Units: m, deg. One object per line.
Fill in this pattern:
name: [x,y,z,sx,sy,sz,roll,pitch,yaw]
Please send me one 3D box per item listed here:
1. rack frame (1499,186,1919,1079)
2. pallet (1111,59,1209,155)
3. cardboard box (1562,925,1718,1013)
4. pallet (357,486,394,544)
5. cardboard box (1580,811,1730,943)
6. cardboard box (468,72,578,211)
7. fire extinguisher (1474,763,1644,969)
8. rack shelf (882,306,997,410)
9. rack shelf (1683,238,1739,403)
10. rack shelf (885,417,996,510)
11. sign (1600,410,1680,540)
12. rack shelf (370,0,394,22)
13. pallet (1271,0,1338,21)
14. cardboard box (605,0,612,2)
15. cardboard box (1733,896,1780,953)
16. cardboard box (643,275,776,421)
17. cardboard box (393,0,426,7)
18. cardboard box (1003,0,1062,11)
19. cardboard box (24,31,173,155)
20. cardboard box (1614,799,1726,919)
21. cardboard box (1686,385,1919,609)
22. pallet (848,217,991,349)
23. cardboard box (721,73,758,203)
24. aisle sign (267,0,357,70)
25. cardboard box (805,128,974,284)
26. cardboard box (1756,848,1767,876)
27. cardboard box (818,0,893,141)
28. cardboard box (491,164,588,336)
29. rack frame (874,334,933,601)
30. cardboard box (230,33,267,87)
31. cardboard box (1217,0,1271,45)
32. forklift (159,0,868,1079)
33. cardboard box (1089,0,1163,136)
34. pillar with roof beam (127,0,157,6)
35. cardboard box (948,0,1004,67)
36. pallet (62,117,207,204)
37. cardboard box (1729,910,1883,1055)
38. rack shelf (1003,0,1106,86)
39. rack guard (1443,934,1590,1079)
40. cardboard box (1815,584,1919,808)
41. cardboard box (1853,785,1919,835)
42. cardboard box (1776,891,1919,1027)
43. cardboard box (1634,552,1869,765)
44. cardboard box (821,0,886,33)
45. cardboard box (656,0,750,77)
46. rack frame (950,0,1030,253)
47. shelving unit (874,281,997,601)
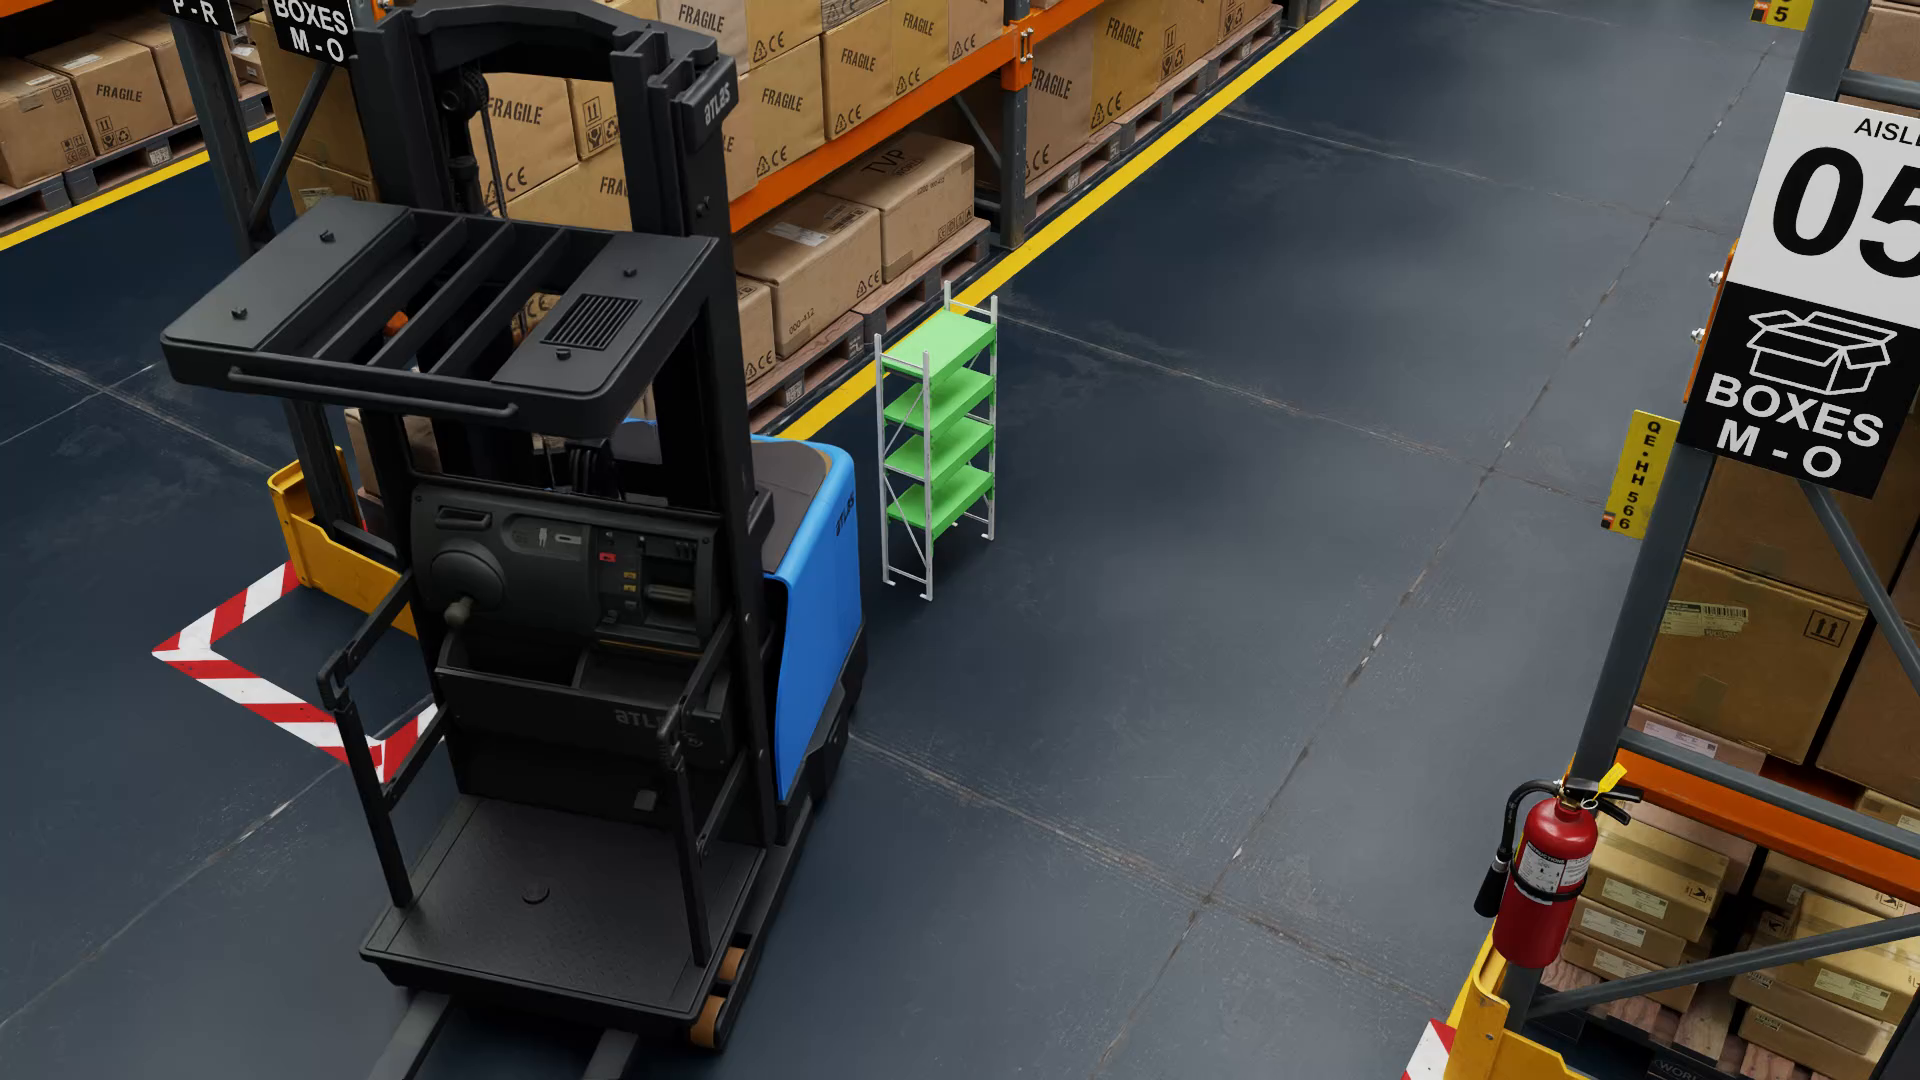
rack frame: [1.999,0.631,3.974,1.000,3.000,0.127,21,42,25]
pallet: [0.911,-2.947,10.900,1.003,0.211,1.213,21,42,25]
cardboard box: [2.105,1.255,5.157,0.380,0.149,0.250,22,43,26]
pallet: [-1.872,-0.269,7.426,1.003,0.211,1.213,21,42,25]
cardboard box: [2.069,1.003,4.996,0.380,0.149,0.250,22,43,26]
cardboard box: [-1.737,-1.525,5.871,0.500,0.500,0.500,20,42,24]
fire extinguisher: [1.475,0.789,4.139,0.296,0.674,0.183,21,42,25]
rack shelf: [-0.089,-0.719,6.519,0.258,0.148,0.480,21,42,25]
rack shelf: [3.071,-1.303,4.615,1.077,0.370,4.000,21,42,25]
rack shelf: [-0.089,-0.339,6.812,0.258,0.148,0.480,21,42,25]
sign: [1.542,-0.144,3.773,0.100,0.325,0.005,21,42,25]
rack shelf: [-1.163,-2.870,6.648,1.077,0.370,4.000,21,42,25]
pallet: [2.472,-4.358,12.730,1.003,0.211,1.213,21,42,25]
cardboard box: [-1.368,-2.117,6.107,0.380,0.149,0.250,20,42,24]
cardboard box: [2.622,1.267,5.141,0.380,0.149,0.250,21,42,25]
cardboard box: [-1.482,-0.935,7.760,0.875,0.438,0.875,22,43,26]
cardboard box: [-1.810,-1.721,5.593,0.380,0.149,0.250,22,43,26]
cardboard box: [0.367,-3.079,8.910,0.500,0.250,0.500,20,42,24]
cardboard box: [-5.161,-2.686,9.980,0.500,0.500,0.500,22,43,26]
cardboard box: [2.227,0.994,5.251,0.380,0.149,0.250,20,42,24]
cardboard box: [2.035,-0.239,3.959,0.500,0.500,0.500,20,42,24]
pallet: [-0.565,-1.527,9.058,1.003,0.211,1.213,21,42,25]
cardboard box: [-1.200,-1.655,6.858,0.500,0.500,0.500,21,42,25]
aisle sign: [-2.028,-1.833,5.042,0.394,0.787,0.004,21,42,25]
cardboard box: [-0.518,-1.861,8.961,0.875,0.438,0.875,21,42,24]
cardboard box: [2.748,1.012,5.227,0.380,0.149,0.250,22,43,26]
cardboard box: [-0.652,-2.184,7.544,0.500,0.500,0.500,21,42,24]
cardboard box: [-1.735,-1.129,6.175,0.500,0.500,0.500,21,42,25]
rack frame: [-0.219,-0.264,6.610,0.240,1.200,0.015,21,42,25]
cardboard box: [-4.526,-3.136,10.756,0.396,0.266,0.258,23,43,27]
cardboard box: [1.611,-4.056,11.450,0.875,0.875,0.875,21,42,25]
forklift: [-1.196,0.165,4.635,1.130,2.935,3.031,8,38,10]
cardboard box: [0.651,-3.137,10.258,0.875,0.875,0.875,22,43,26]
pillar with roof beam: [-1.784,-5.523,7.044,9.100,9.000,0.400,21,42,25]
cardboard box: [-0.124,-2.715,8.233,0.500,0.500,0.500,22,43,26]
pallet: [-5.306,-2.530,10.359,1.003,0.211,1.213,21,42,25]
cardboard box: [2.497,1.290,4.867,0.380,0.149,0.250,23,43,27]
rack shelf: [0.980,-3.744,10.239,1.077,0.370,4.000,21,42,25]
rack guard: [2.040,1.582,4.788,1.175,0.500,0.348,21,42,25]
cardboard box: [2.473,0.333,4.036,0.500,0.500,0.500,23,43,27]
cardboard box: [2.450,0.671,4.128,0.380,0.149,0.250,21,42,25]
cardboard box: [2.567,1.200,4.741,0.380,0.149,0.250,19,42,23]
cardboard box: [2.023,0.158,4.262,0.500,0.500,0.500,22,43,26]
cardboard box: [-0.654,-2.575,7.233,0.500,0.500,0.500,22,43,26]
cardboard box: [-1.197,-2.062,6.567,0.500,0.500,0.500,21,42,25]
rack frame: [-0.091,-2.998,8.682,1.000,3.000,0.127,21,42,25]
shelving unit: [-0.089,-0.390,6.773,0.258,1.200,0.503,21,42,25]
